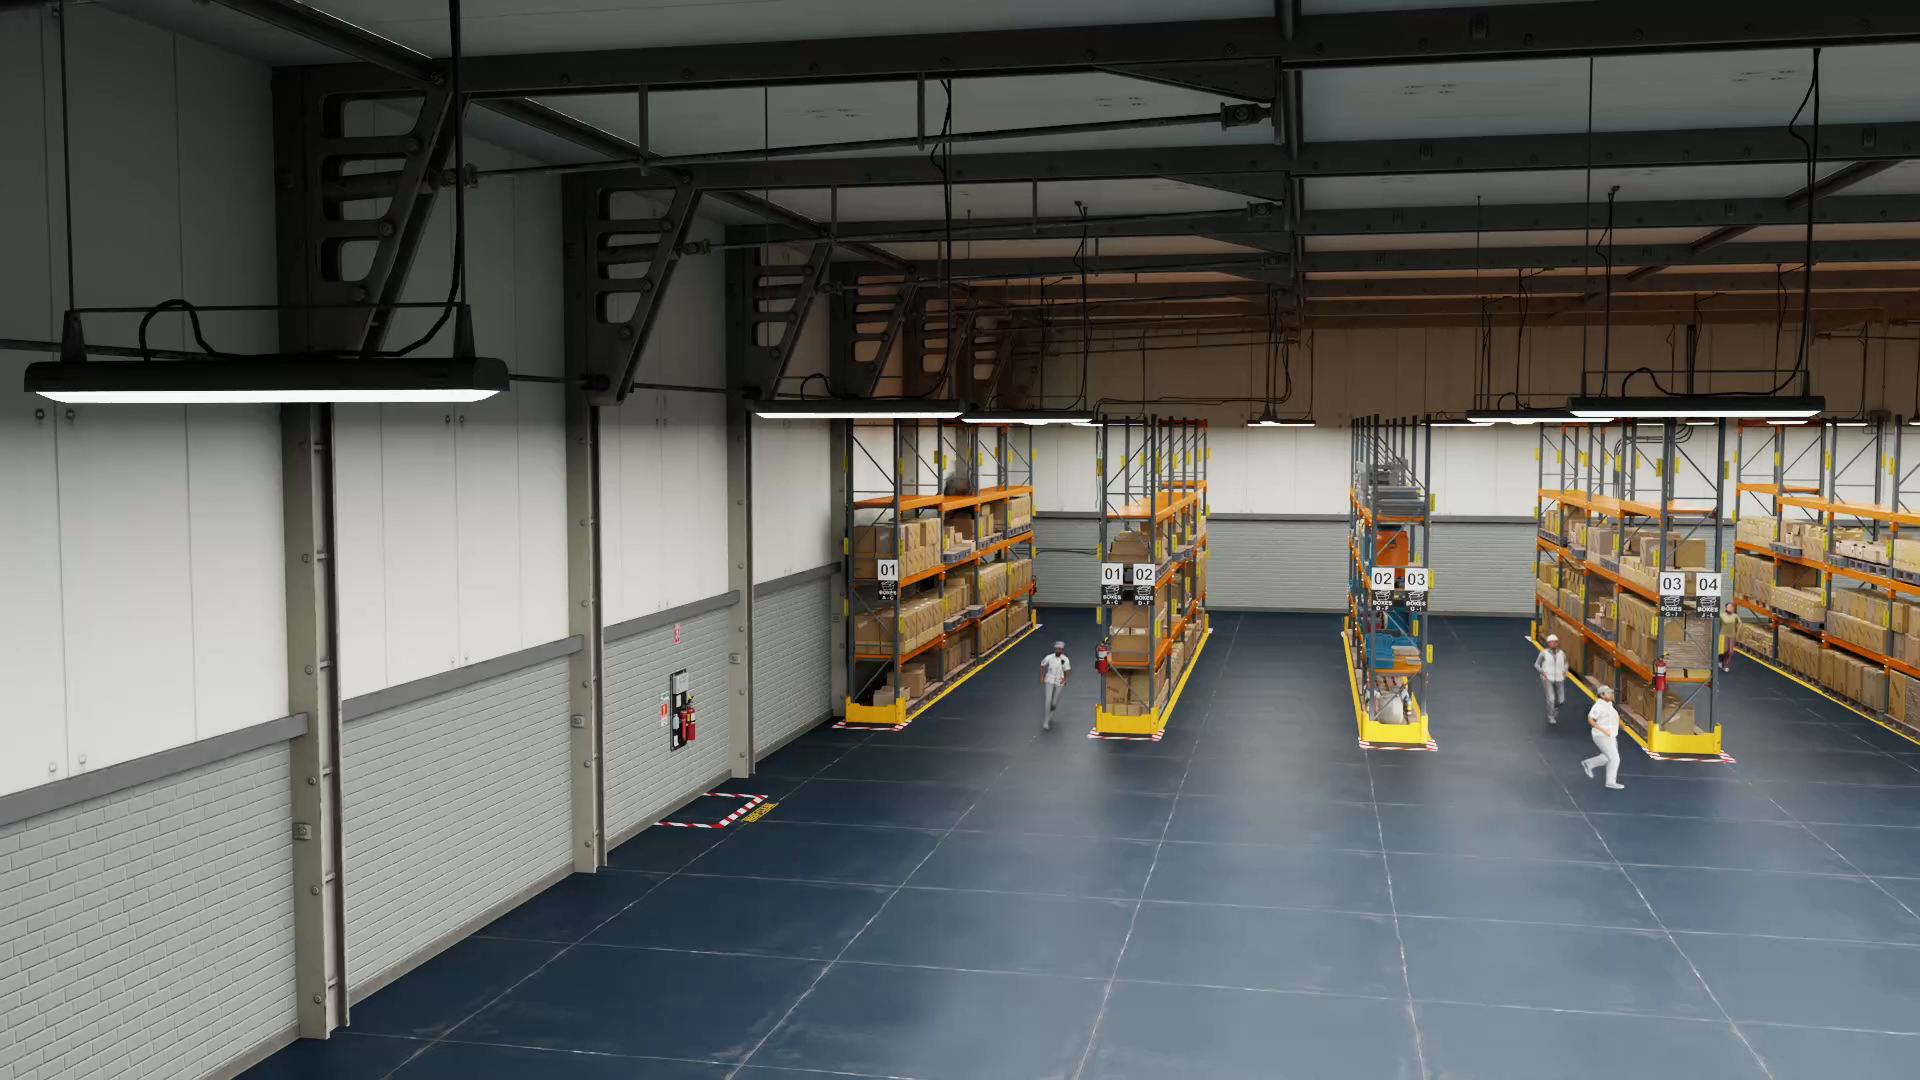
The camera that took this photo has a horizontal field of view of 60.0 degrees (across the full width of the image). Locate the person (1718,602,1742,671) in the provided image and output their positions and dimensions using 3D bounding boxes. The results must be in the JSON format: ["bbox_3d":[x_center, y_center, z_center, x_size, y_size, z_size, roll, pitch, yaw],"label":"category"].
[{"bbox_3d":[18.173,2.289,39.310,0.590,1.638,0.530,1,4,13],"label":"person"}]

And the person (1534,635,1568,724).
[{"bbox_3d":[11.527,2.704,32.377,0.657,1.721,0.612,0,4,3],"label":"person"}]

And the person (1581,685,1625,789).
[{"bbox_3d":[10.302,3.135,26.634,0.718,1.625,0.616,3,5,41],"label":"person"}]

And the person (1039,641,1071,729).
[{"bbox_3d":[1.837,2.779,32.140,0.614,1.670,0.696,0,4,1],"label":"person"}]
